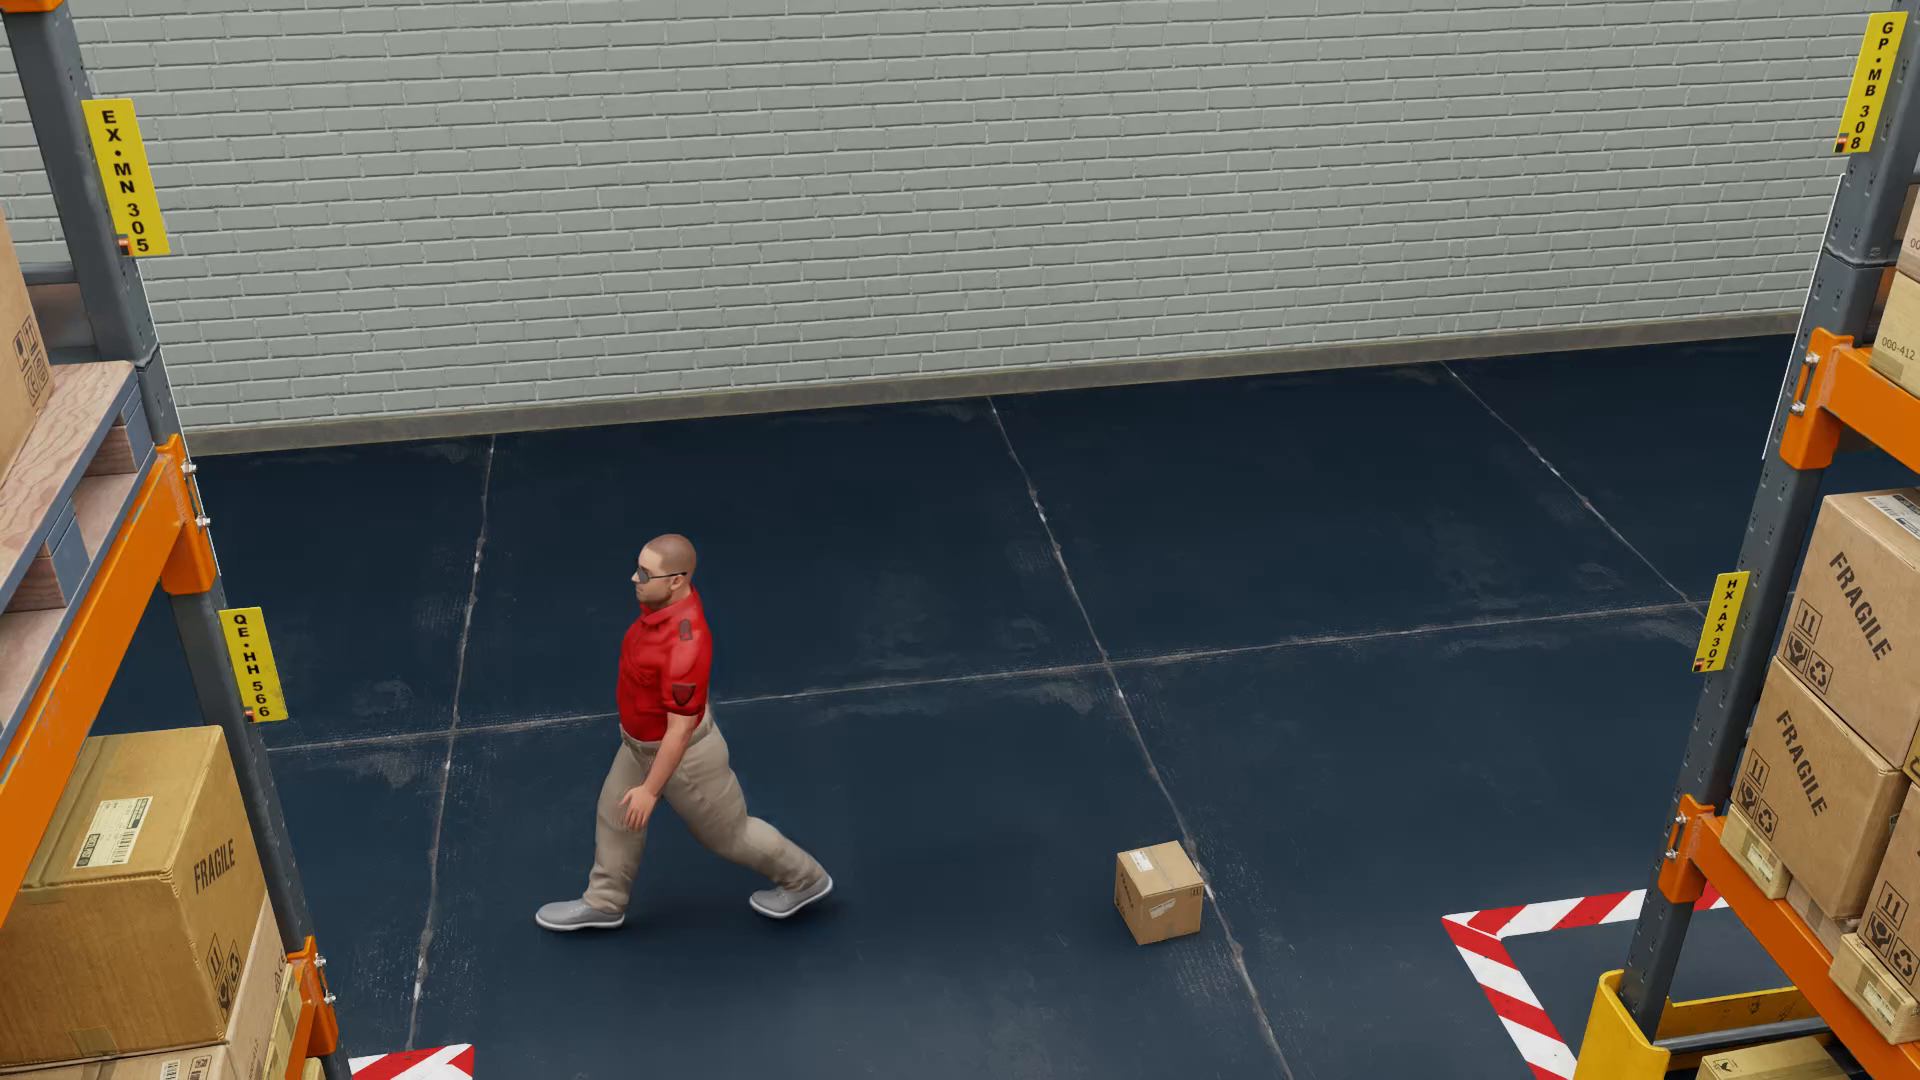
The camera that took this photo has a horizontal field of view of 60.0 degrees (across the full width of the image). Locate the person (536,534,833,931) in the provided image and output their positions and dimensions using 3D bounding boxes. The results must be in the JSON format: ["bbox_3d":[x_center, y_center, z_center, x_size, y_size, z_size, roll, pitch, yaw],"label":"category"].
[{"bbox_3d":[-1.042,0.735,5.912,1.072,1.668,0.568,-12,32,-19],"label":"person"}]
